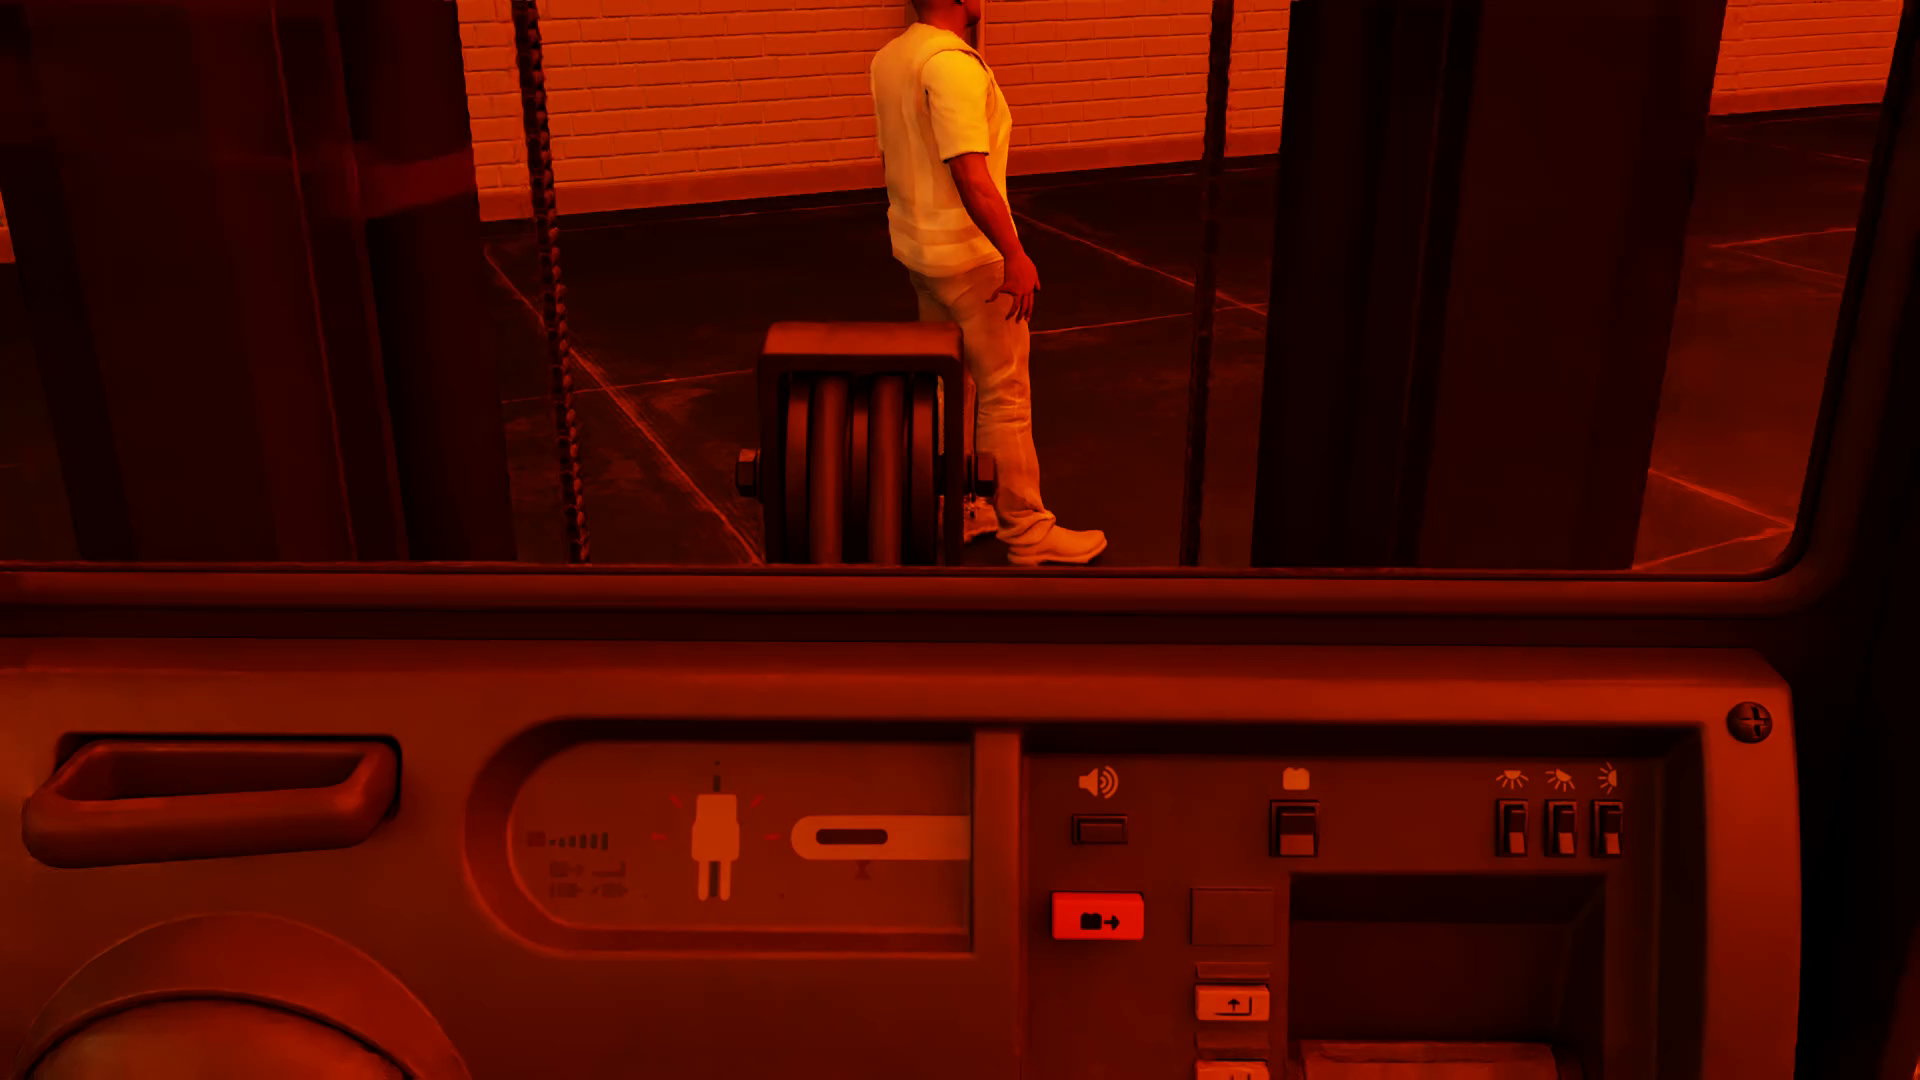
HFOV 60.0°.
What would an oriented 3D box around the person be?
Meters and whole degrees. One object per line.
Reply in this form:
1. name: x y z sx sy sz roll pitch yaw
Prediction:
1. person: 0.066 -0.832 4.788 0.575 1.768 0.665 -10 25 -23
